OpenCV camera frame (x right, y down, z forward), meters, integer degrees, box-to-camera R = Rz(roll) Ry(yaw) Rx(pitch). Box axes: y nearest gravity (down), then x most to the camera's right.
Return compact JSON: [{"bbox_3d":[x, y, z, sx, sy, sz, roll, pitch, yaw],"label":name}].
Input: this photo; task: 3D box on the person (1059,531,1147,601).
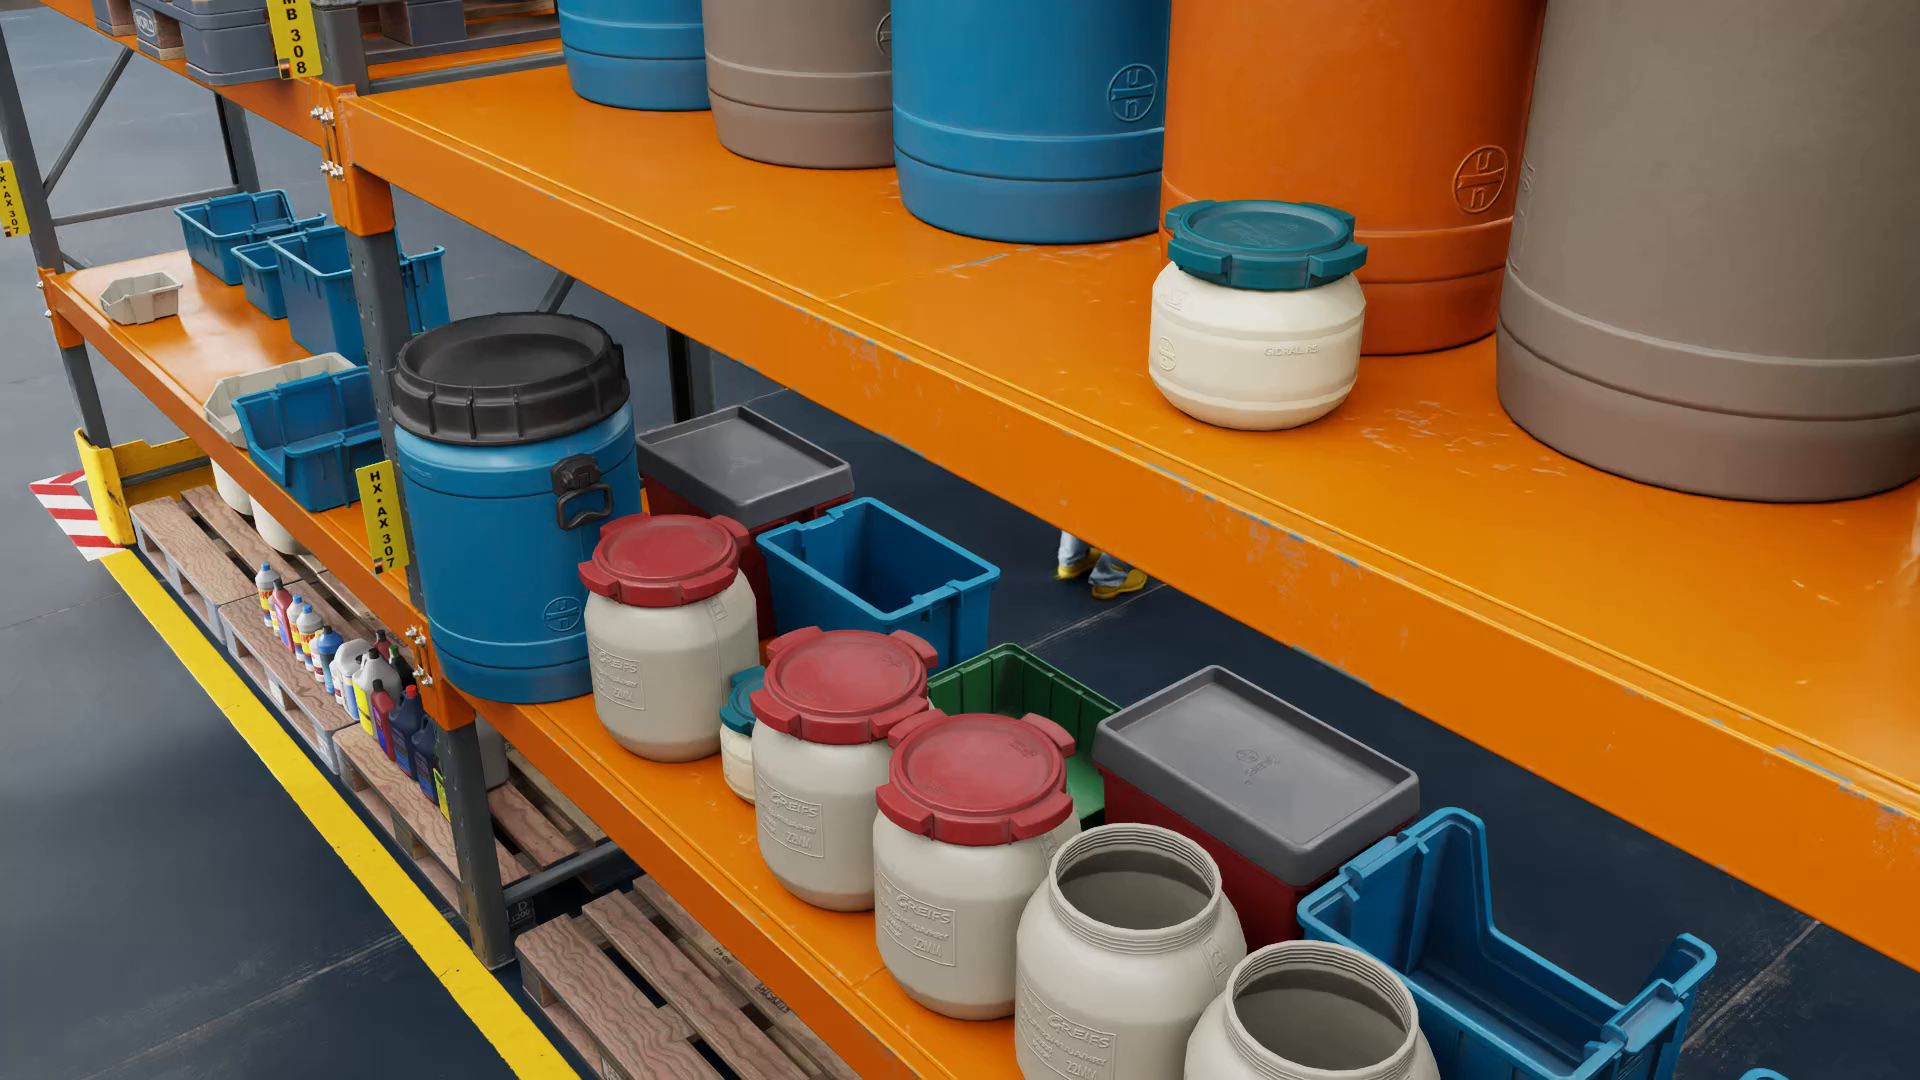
[{"bbox_3d":[0.643,-0.517,7.334,0.687,1.517,0.627,-22,35,-35],"label":"person"}]
